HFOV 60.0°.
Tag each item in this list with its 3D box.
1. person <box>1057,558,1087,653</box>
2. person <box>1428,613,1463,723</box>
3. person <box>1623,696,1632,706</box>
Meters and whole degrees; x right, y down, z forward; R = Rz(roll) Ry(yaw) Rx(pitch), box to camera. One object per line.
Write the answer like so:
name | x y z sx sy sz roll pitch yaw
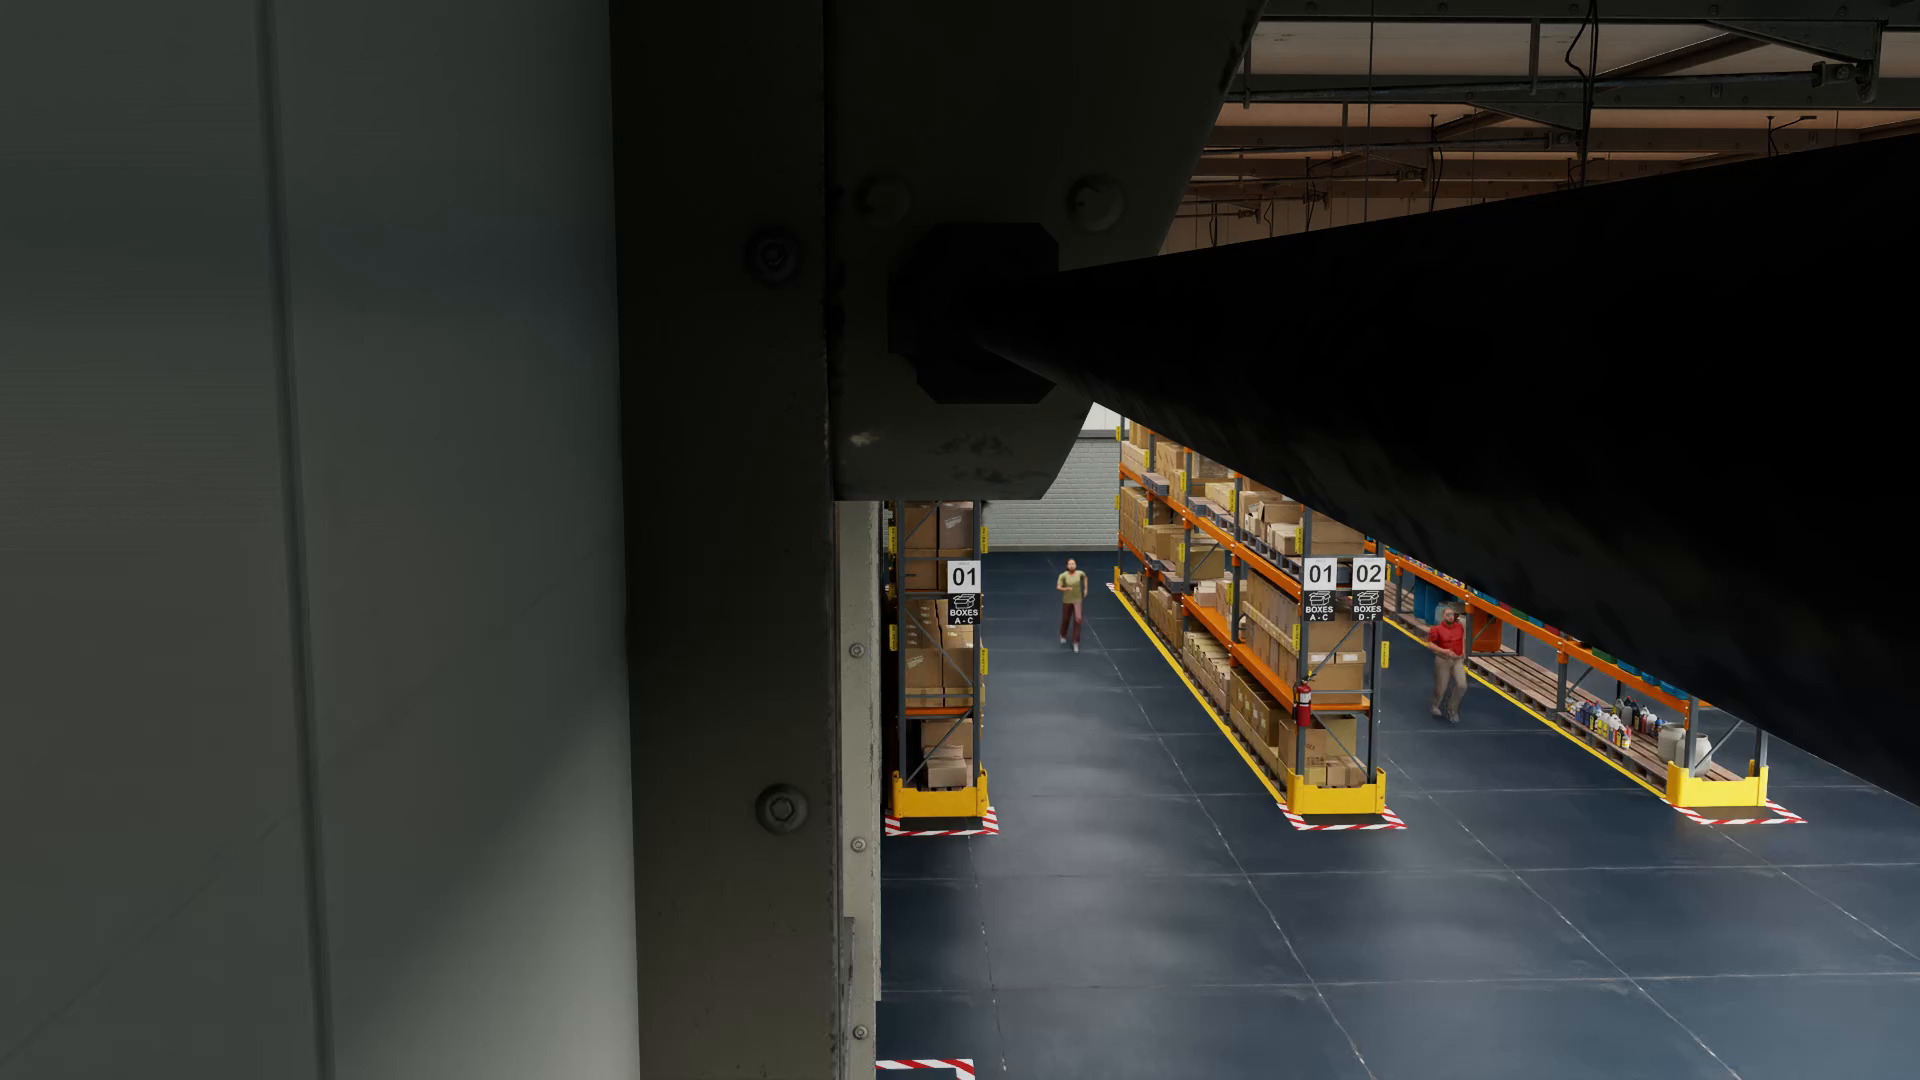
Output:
person | 2.036 1.153 30.320 0.581 1.709 0.871 0 8 -2
person | 14.480 0.959 31.876 16.469 1.696 12.066 -1 8 -7
person | 10.475 0.242 30.709 23.182 3.383 16.034 0 8 -1
